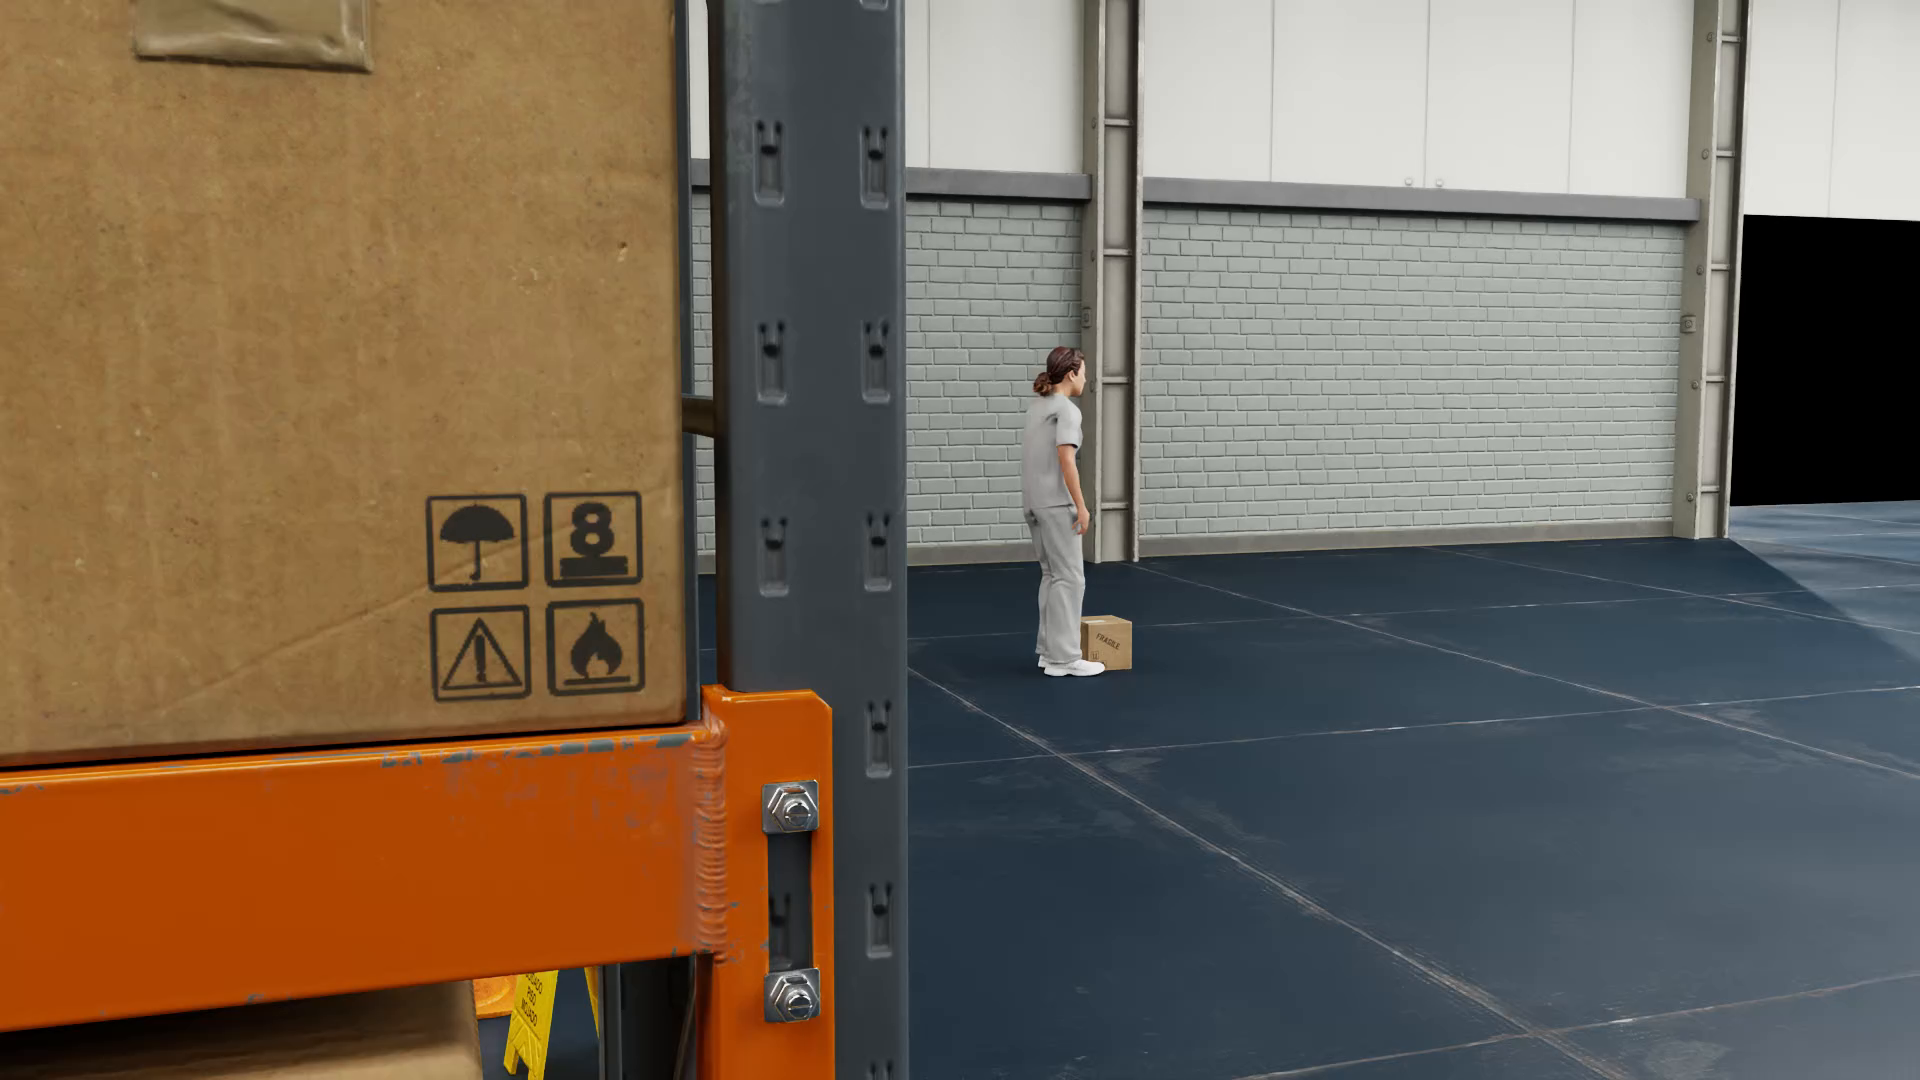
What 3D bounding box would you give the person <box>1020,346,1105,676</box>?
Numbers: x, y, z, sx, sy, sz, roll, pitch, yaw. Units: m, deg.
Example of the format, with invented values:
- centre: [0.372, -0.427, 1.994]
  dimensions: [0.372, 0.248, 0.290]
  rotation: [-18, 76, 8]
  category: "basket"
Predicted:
- centre: [0.527, -0.157, 8.579]
  dimensions: [0.407, 1.669, 0.508]
  rotation: [-2, 6, -21]
  category: "person"
